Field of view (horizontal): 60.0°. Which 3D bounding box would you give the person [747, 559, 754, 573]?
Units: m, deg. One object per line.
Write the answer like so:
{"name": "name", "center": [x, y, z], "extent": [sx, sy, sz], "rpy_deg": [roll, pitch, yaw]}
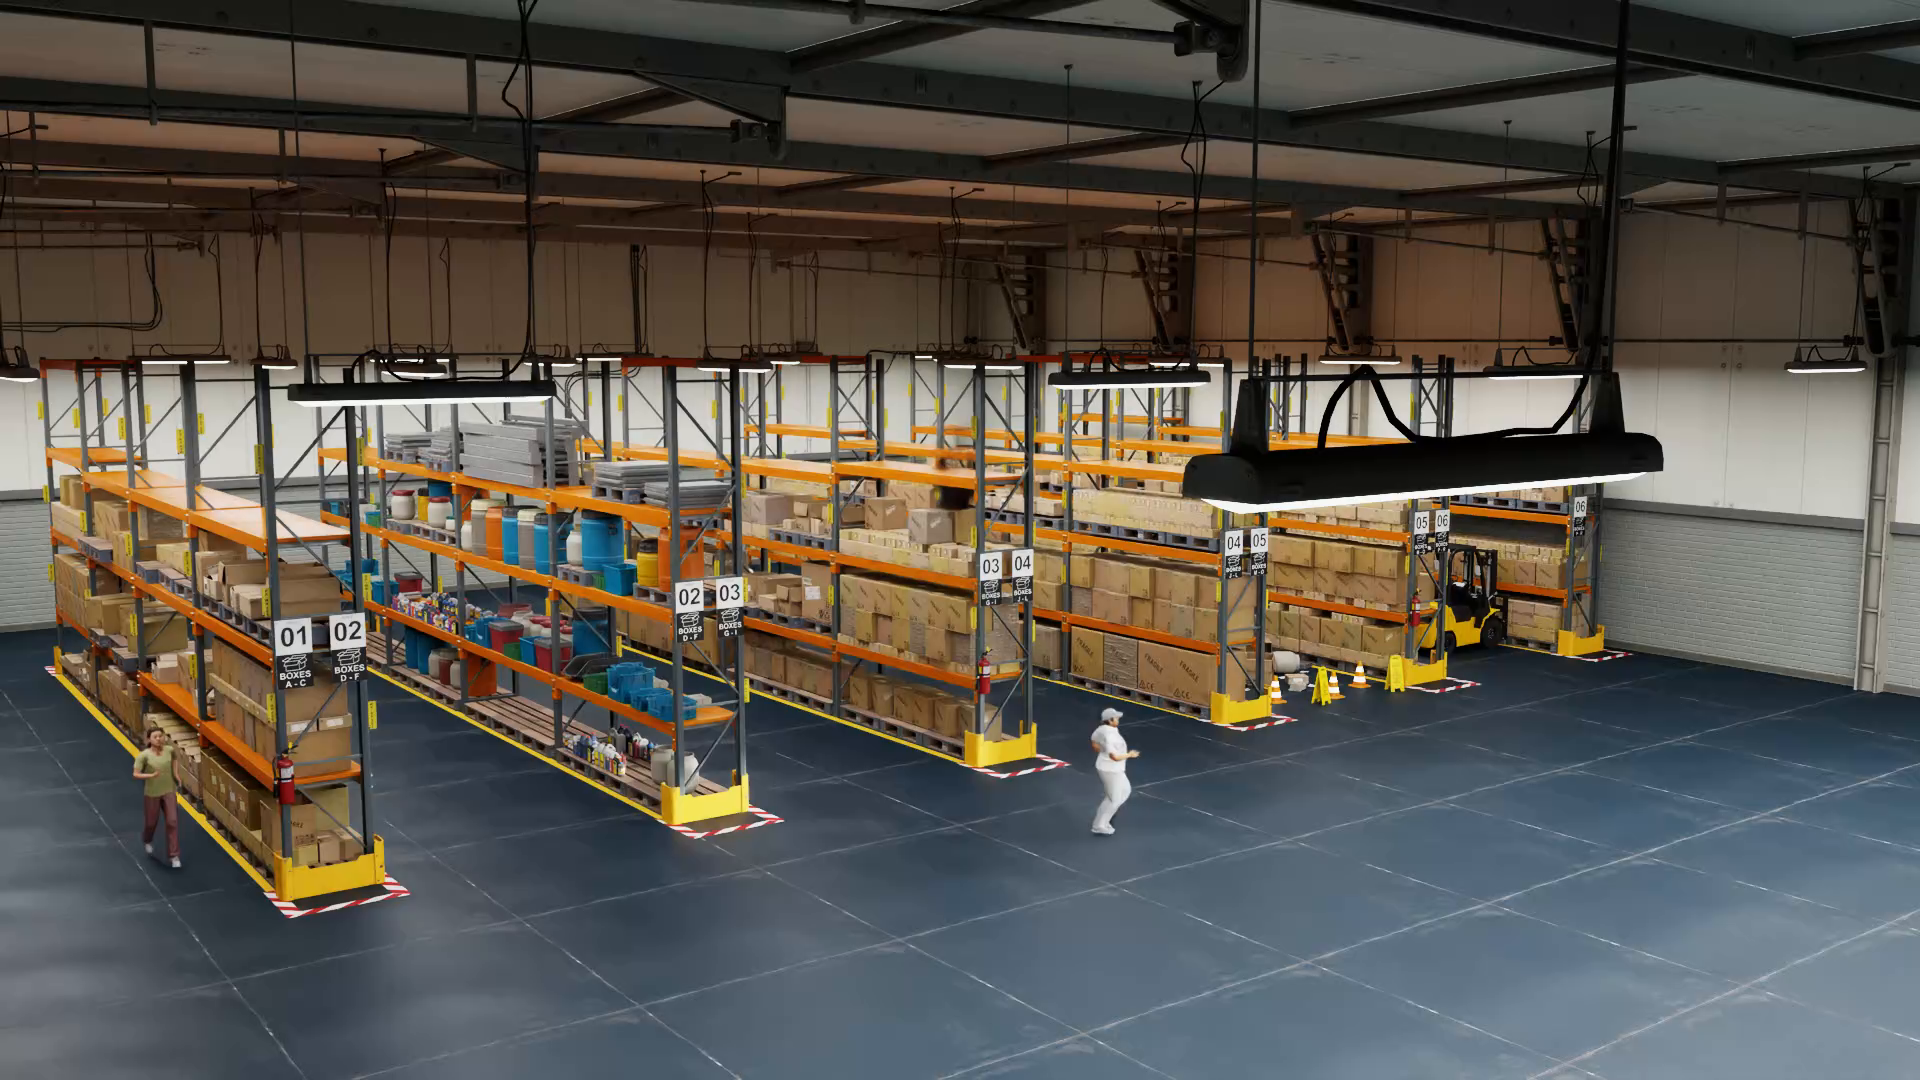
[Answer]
{"name": "person", "center": [-4.542, 1.239, 35.198], "extent": [0.697, 1.756, 0.872], "rpy_deg": [-6, 9, -40]}

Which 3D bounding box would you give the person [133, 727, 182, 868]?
{"name": "person", "center": [-9.686, 3.070, 20.114], "extent": [0.574, 1.653, 0.970], "rpy_deg": [-6, 9, -40]}

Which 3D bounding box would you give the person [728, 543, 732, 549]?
{"name": "person", "center": [-5.206, 0.896, 38.192], "extent": [0.659, 1.721, 0.594], "rpy_deg": [-4, 8, -33]}

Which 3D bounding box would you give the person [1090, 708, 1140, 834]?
{"name": "person", "center": [1.984, 2.964, 21.336], "extent": [0.603, 1.656, 0.588], "rpy_deg": [-1, 7, -5]}
